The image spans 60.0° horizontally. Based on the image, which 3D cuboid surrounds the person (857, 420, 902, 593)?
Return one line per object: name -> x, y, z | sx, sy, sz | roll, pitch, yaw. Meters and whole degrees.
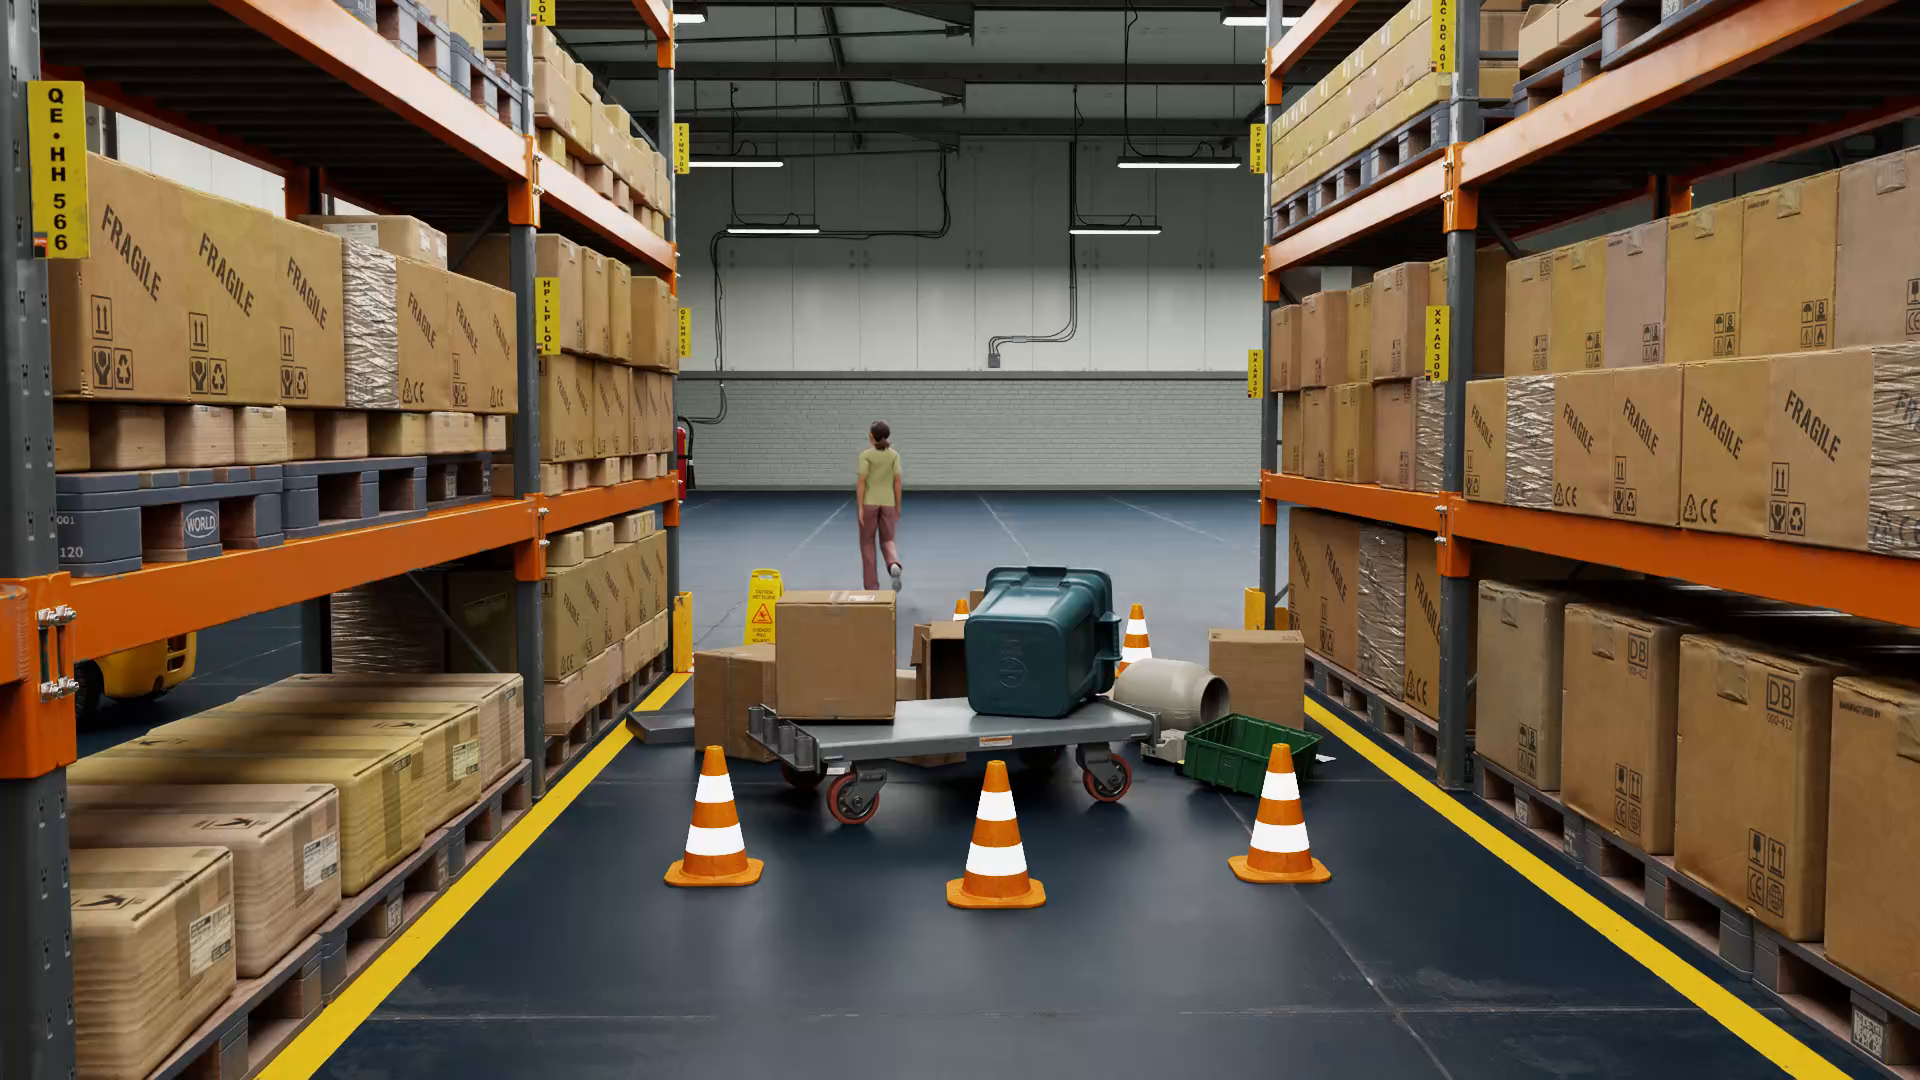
person -> -0.748, -0.284, 15.419 | 0.445, 1.658, 0.594 | -1, 4, -21
